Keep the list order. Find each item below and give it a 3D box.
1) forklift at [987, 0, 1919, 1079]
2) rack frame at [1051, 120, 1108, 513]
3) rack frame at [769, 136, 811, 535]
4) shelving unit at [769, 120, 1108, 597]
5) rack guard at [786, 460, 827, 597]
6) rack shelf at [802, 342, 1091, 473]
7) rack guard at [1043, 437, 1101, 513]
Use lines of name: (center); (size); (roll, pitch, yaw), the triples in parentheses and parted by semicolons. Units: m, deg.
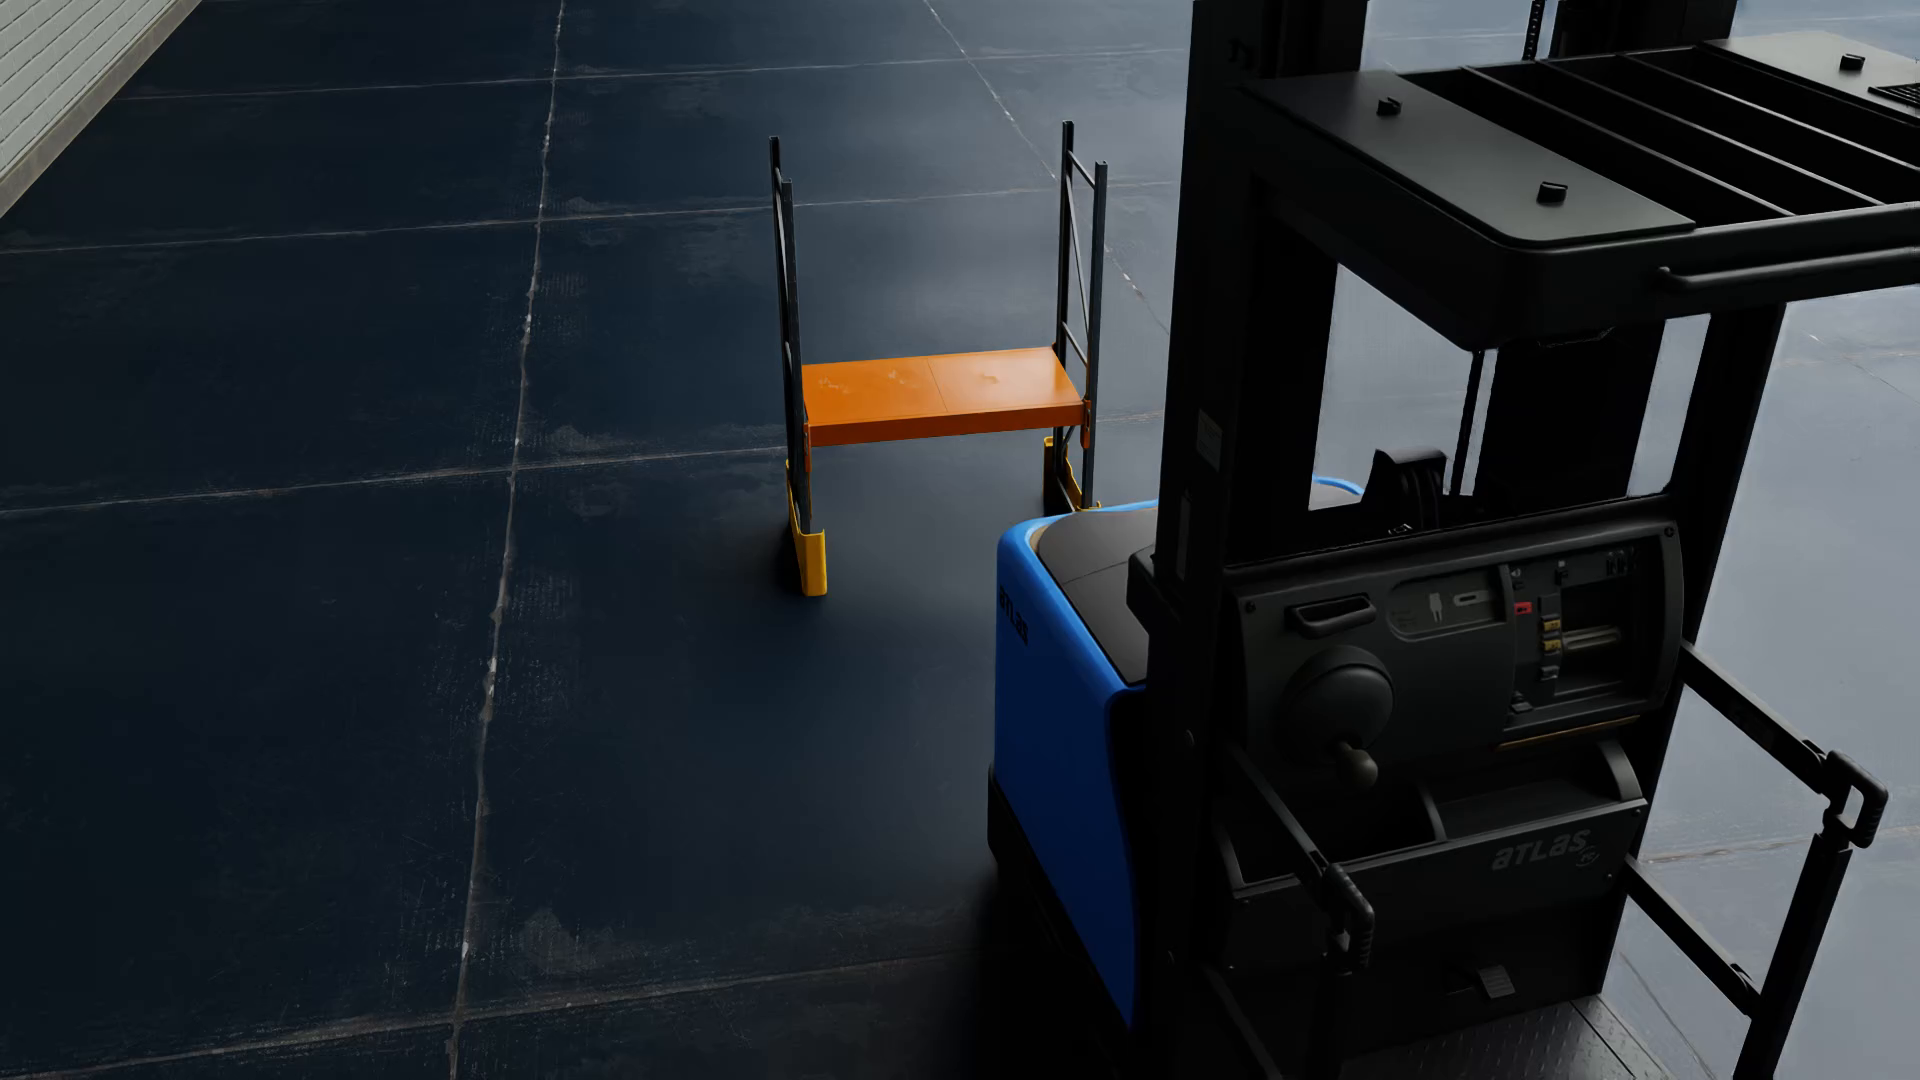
forklift: (1.008, 0.257, 2.922); (1.130, 2.935, 3.031); (-9, 32, -15)
rack frame: (0.416, -0.685, 5.936); (0.032, 1.500, 0.500); (-5, 31, -9)
rack frame: (-0.584, -0.592, 5.778); (0.032, 1.500, 0.500); (-5, 31, -9)
shelving unit: (-0.075, -0.640, 5.858); (1.083, 1.500, 0.587); (-5, 31, -9)
rack guard: (-0.565, -0.055, 6.097); (0.087, 0.250, 0.587); (-5, 31, -9)
rack shelf: (-0.084, -0.484, 5.948); (1.000, 0.185, 0.538); (-5, 31, -9)
rack guard: (0.415, -0.146, 6.252); (0.087, 0.250, 0.587); (-5, 31, -9)
